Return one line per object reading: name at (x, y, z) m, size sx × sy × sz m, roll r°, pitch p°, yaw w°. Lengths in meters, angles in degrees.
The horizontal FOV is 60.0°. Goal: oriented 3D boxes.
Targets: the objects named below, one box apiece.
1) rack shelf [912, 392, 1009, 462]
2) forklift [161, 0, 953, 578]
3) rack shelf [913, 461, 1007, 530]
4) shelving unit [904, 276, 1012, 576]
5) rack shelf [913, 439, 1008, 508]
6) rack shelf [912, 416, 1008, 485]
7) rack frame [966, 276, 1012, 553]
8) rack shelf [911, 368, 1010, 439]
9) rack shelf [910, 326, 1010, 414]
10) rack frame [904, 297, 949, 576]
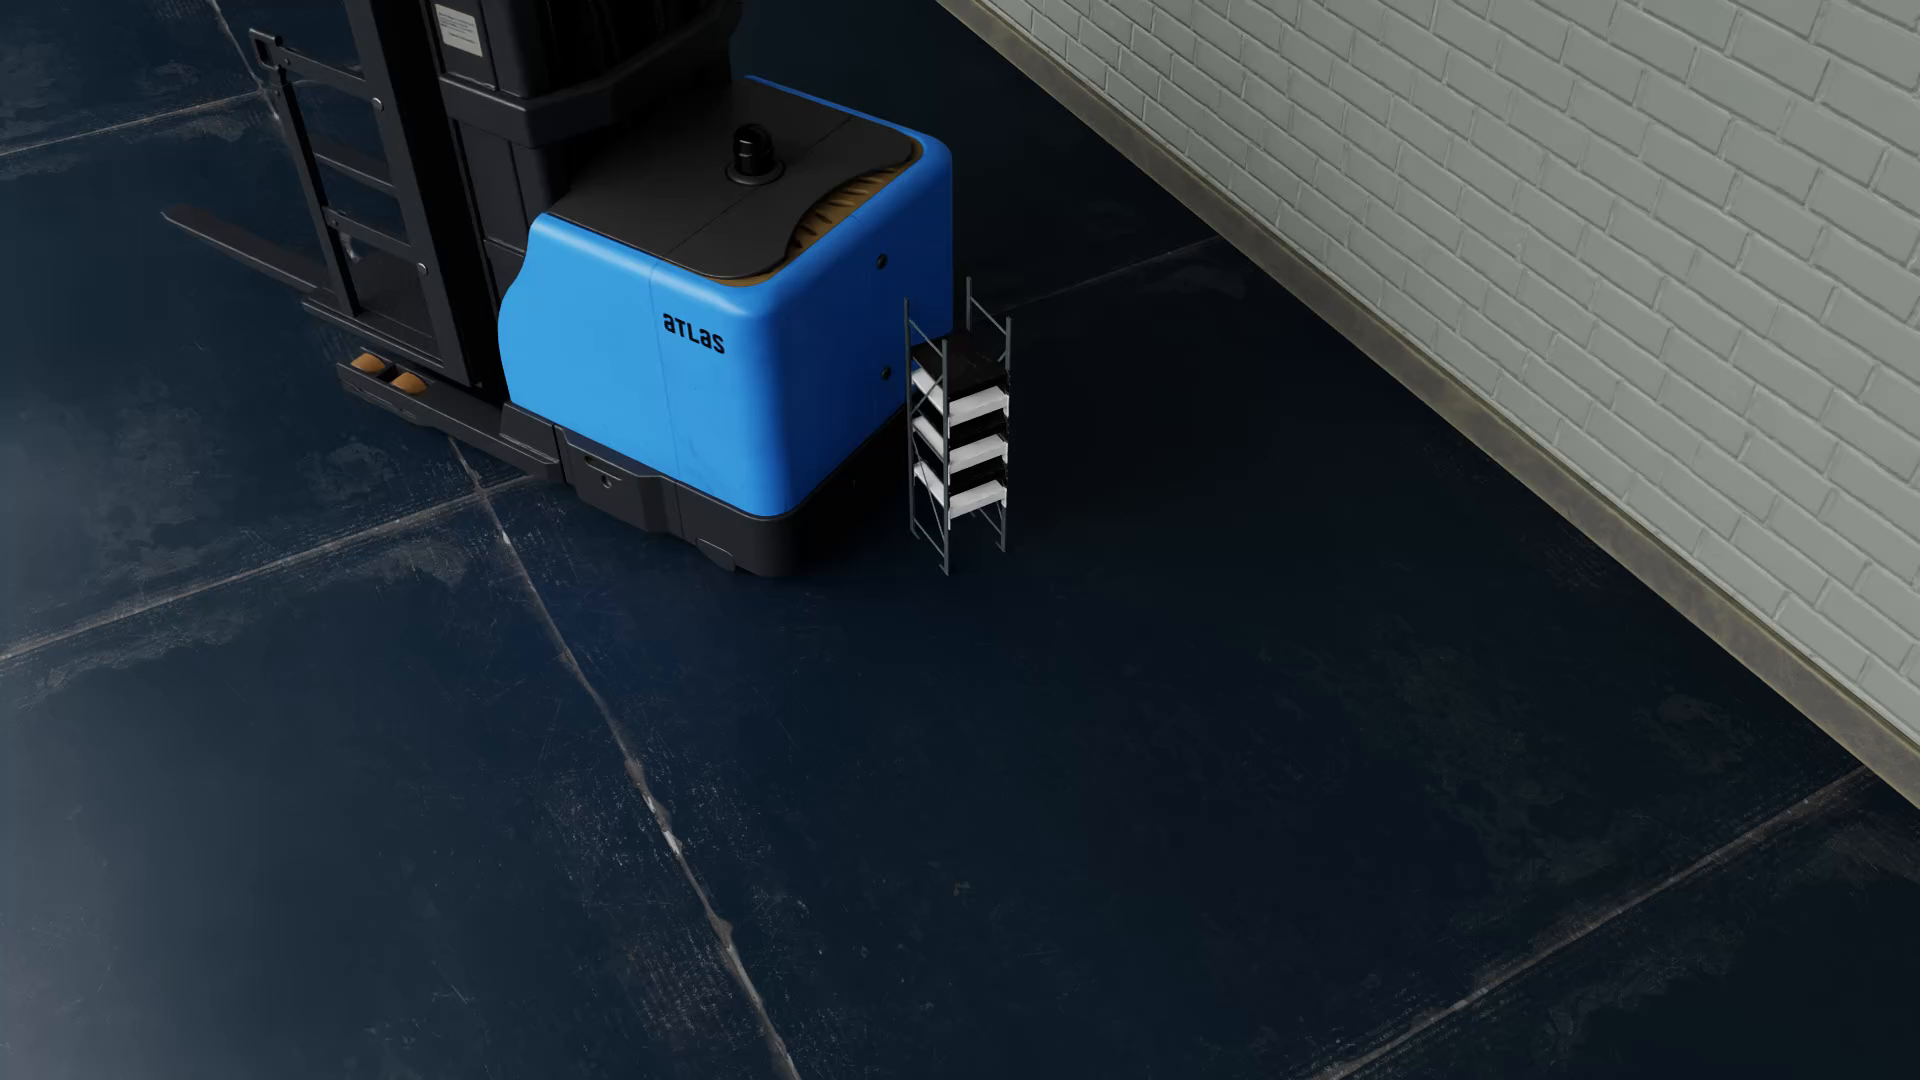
rack shelf at (-0.007, -0.361, 4.894) m, size 0.200 × 0.077 × 0.258 m, roll -22°, pitch 48°, yaw -21°
forklift at (-1.522, -1.736, 4.934) m, size 3.031 × 2.935 × 1.130 m, roll 24°, pitch 49°, yaw 23°
rack shelf at (-0.007, -0.167, 5.082) m, size 0.200 × 0.077 × 0.258 m, roll -22°, pitch 48°, yaw -21°
shelving unit at (-0.007, -0.320, 4.934) m, size 0.210 × 0.900 × 0.258 m, roll -22°, pitch 48°, yaw -21°
rack shelf at (-0.007, -0.232, 5.020) m, size 0.200 × 0.077 × 0.258 m, roll -22°, pitch 48°, yaw -21°
rack shelf at (-0.007, -0.296, 4.957) m, size 0.200 × 0.077 × 0.258 m, roll -22°, pitch 48°, yaw -21°
rack frame at (0.081, -0.355, 4.970) m, size 0.006 × 0.900 × 0.240 m, roll -22°, pitch 48°, yaw -21°
rack shelf at (-0.007, -0.425, 4.832) m, size 0.200 × 0.077 × 0.258 m, roll -22°, pitch 48°, yaw -21°
rack shelf at (-0.007, -0.490, 4.769) m, size 0.200 × 0.077 × 0.258 m, roll -22°, pitch 48°, yaw -21°
rack frame at (-0.095, -0.285, 4.897) m, size 0.006 × 0.900 × 0.240 m, roll -22°, pitch 48°, yaw -21°
